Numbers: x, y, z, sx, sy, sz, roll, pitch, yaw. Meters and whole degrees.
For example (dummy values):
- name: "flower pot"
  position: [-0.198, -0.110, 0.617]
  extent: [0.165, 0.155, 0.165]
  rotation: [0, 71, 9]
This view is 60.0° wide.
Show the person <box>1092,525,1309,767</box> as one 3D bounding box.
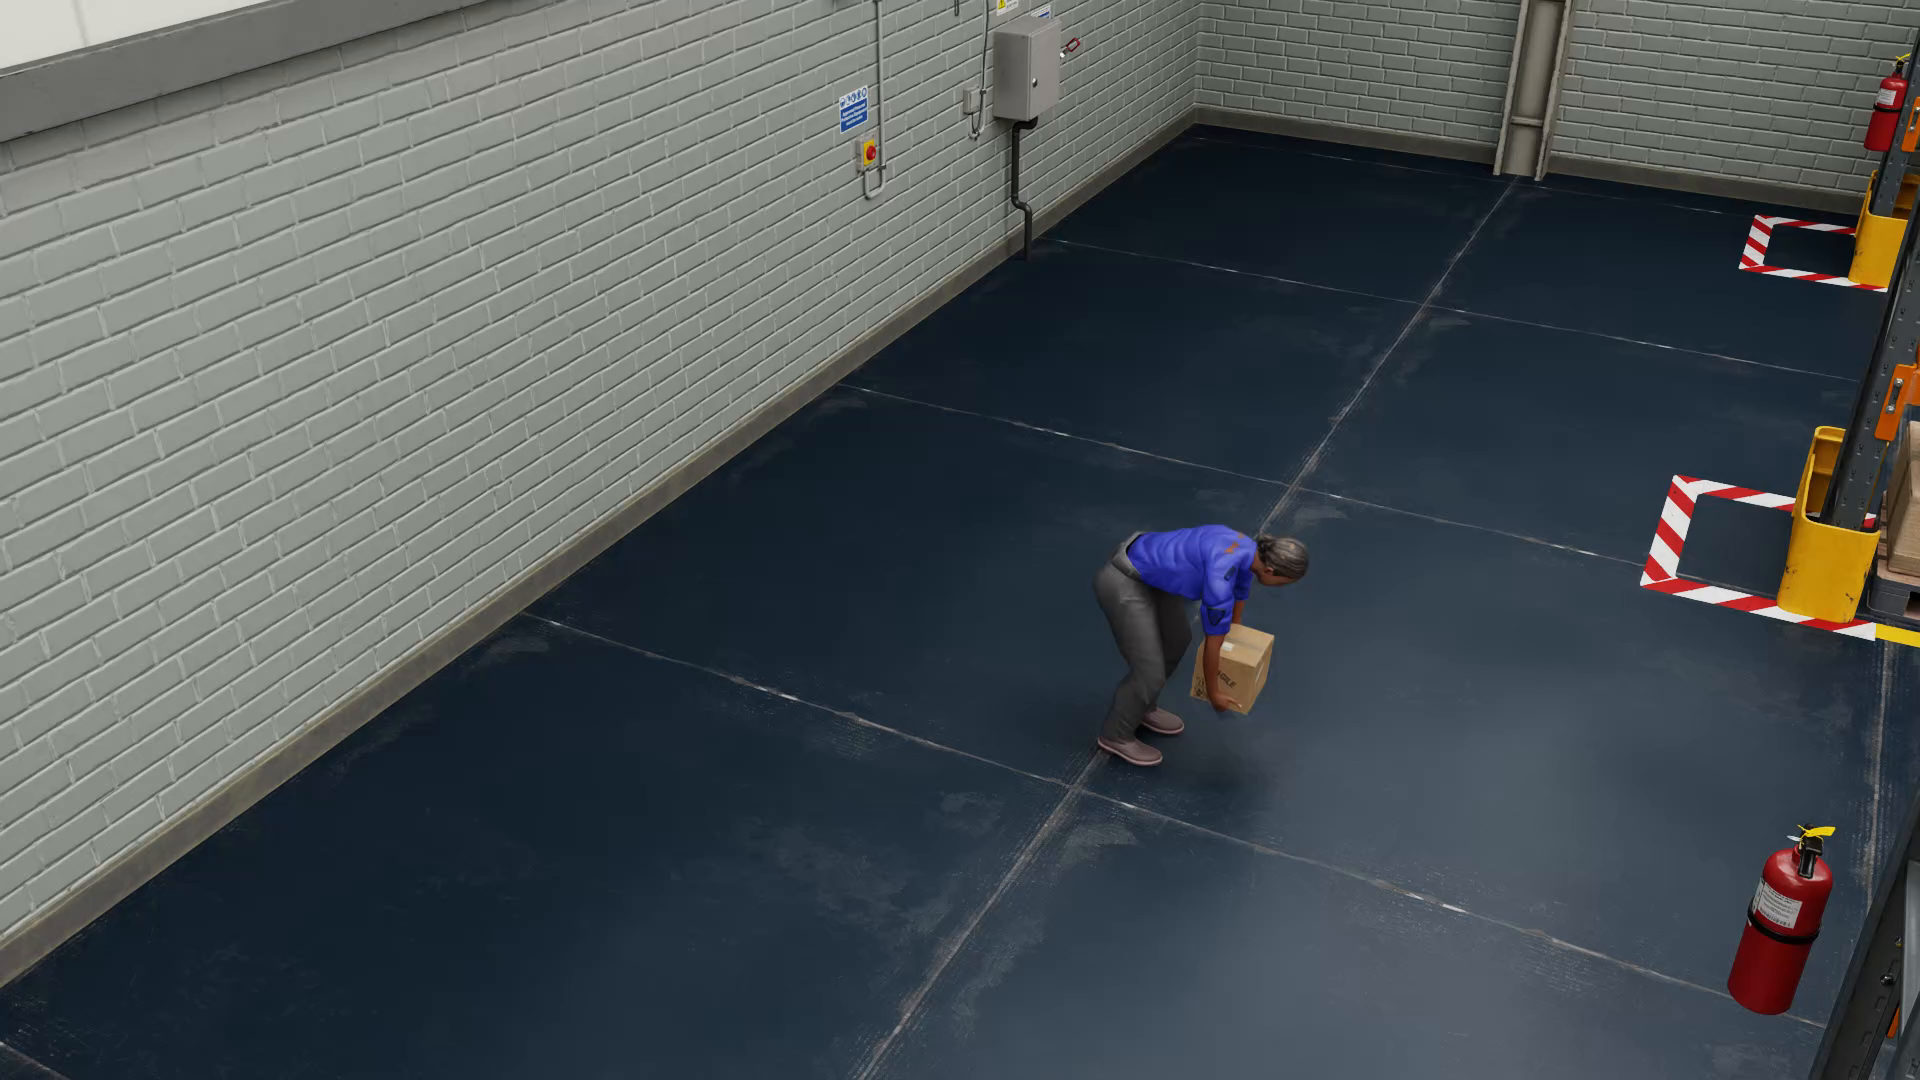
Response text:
- name: "person"
  position: [0.977, 0.421, 6.919]
  extent: [0.858, 1.155, 0.418]
  rotation: [13, 33, 22]
